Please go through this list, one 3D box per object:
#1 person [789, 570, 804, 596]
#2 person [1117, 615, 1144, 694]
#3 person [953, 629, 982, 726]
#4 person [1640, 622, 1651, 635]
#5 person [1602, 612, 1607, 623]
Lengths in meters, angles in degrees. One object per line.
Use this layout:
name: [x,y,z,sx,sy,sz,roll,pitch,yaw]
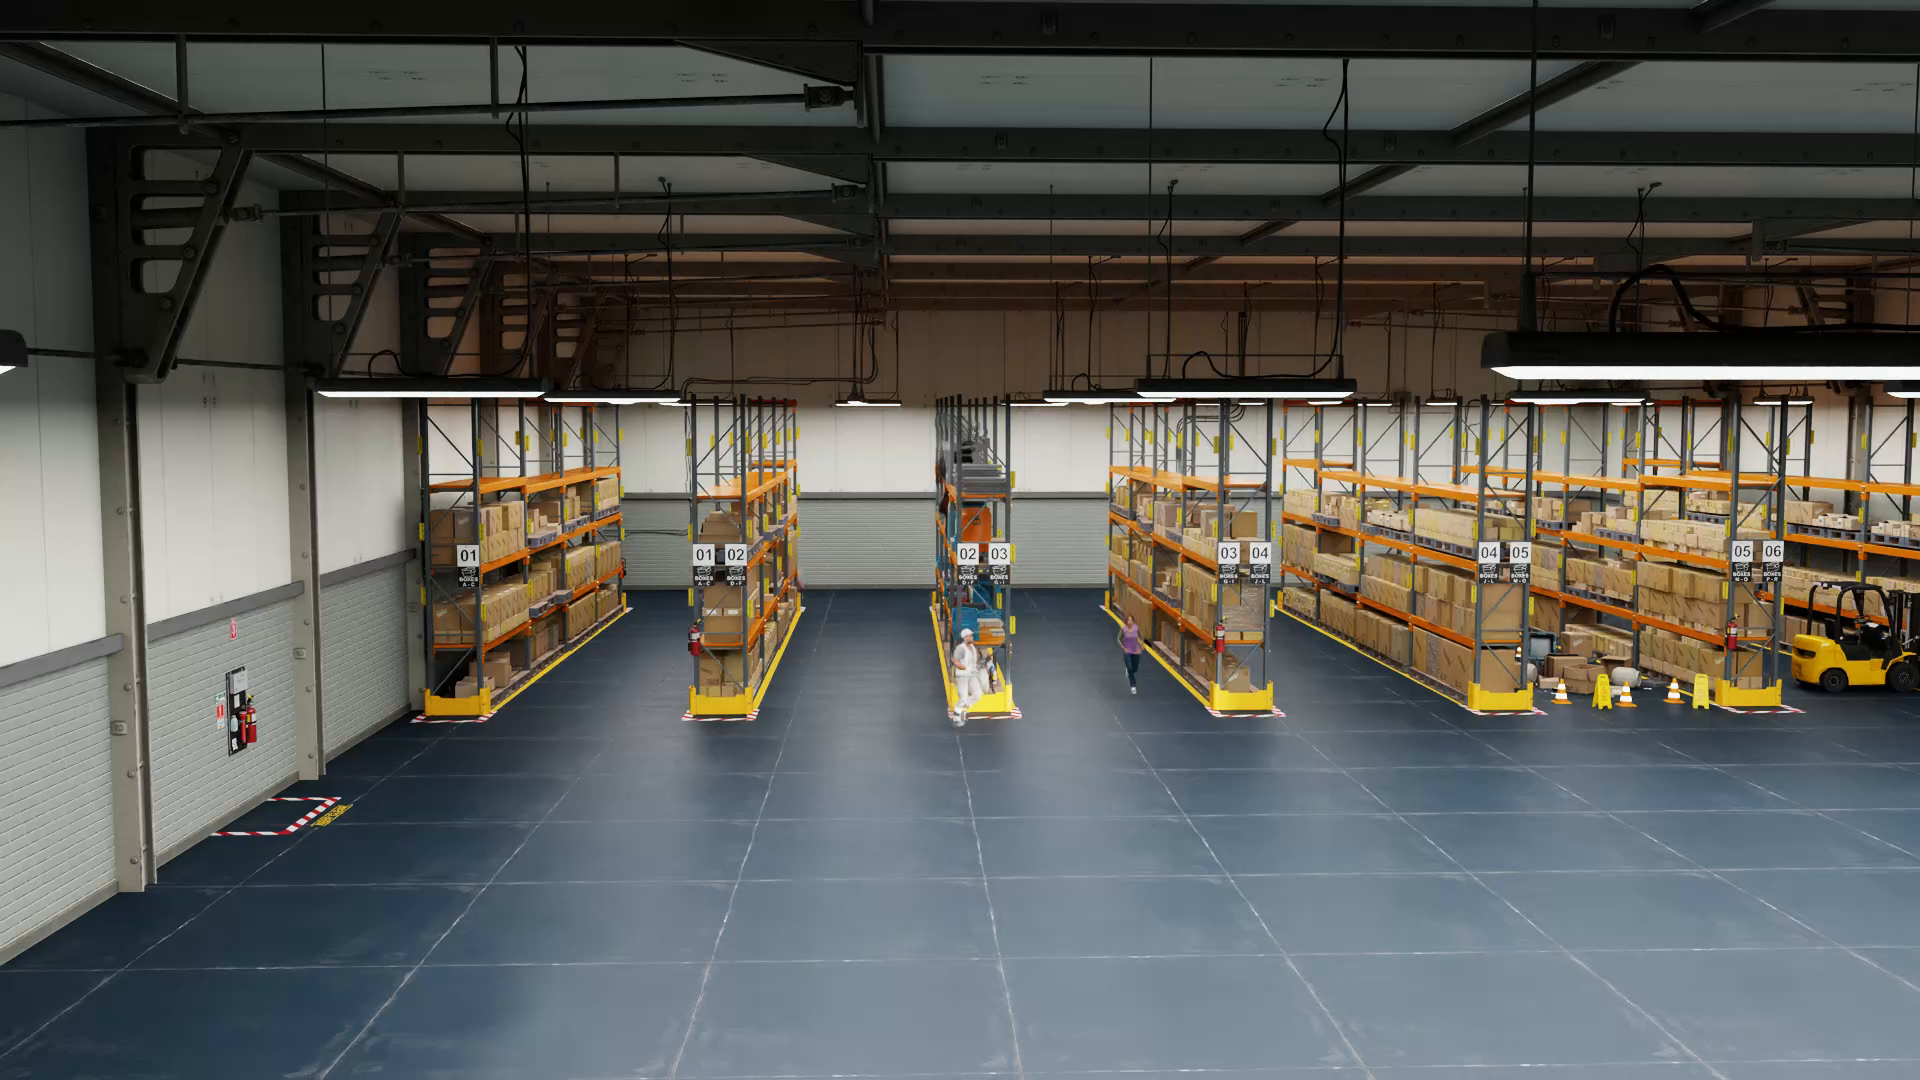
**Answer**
person: [-4.868,1.106,48.387,0.596,1.644,0.602,1,5,14]
person: [3.425,2.275,33.495,0.564,1.570,0.683,0,5,-4]
person: [0.165,2.480,30.101,0.605,1.755,0.687,4,6,42]
person: [16.463,1.739,39.637,0.688,1.799,0.902,-1,5,-9]
person: [17.284,1.405,44.536,0.660,1.635,0.574,-2,5,-20]
